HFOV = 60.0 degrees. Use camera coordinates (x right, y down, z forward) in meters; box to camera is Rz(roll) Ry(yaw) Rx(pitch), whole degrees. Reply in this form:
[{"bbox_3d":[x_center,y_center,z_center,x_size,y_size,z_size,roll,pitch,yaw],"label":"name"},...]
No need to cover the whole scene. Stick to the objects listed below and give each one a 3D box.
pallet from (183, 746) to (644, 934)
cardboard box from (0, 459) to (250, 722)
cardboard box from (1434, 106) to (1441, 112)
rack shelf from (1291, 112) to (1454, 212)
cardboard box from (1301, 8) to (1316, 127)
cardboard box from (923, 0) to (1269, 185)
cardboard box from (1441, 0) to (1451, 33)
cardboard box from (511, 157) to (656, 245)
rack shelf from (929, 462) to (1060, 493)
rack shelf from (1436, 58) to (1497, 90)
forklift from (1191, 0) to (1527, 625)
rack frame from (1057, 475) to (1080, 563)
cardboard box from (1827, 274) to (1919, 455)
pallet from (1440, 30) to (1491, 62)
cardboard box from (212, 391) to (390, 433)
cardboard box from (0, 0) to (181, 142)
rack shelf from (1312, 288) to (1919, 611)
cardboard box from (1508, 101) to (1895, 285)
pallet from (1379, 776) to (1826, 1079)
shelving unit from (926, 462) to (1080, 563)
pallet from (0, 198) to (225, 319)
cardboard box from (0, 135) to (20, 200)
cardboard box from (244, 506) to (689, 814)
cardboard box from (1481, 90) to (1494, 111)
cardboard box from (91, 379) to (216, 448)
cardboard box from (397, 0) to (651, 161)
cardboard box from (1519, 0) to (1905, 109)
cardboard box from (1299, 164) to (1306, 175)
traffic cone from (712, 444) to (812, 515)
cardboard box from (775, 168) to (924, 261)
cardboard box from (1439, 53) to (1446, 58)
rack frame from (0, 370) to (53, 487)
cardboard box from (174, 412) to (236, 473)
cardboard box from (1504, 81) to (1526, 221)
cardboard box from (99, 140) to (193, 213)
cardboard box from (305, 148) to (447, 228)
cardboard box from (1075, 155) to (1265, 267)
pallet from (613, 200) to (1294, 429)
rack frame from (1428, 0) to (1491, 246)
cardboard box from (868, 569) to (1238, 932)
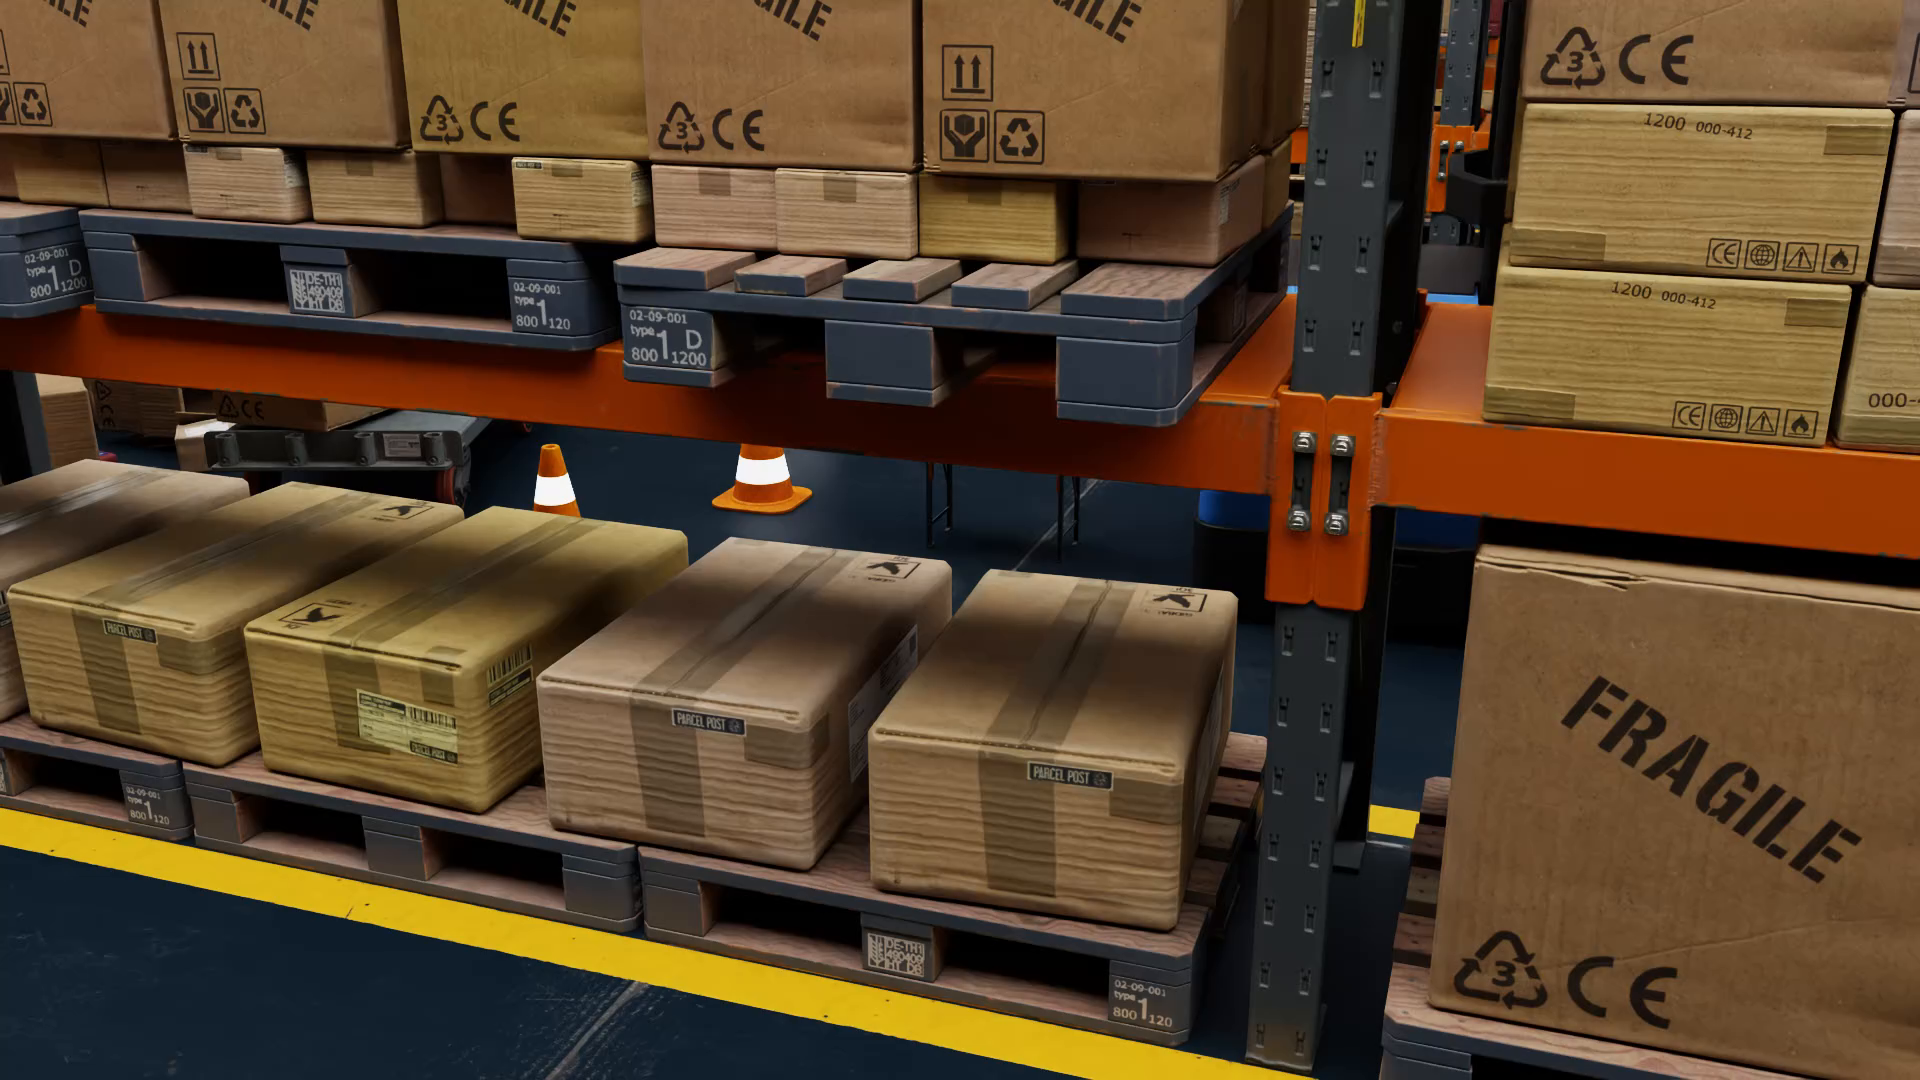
[{"bbox_3d":[-1.116,0.539,4.209,1.213,0.211,1.003,7,20,18],"label":"pallet"},{"bbox_3d":[-2.512,0.106,4.569,0.625,0.372,0.950,7,20,19],"label":"cardboard box"},{"bbox_3d":[3.380,-3.086,12.363,0.500,0.250,0.500,7,21,20],"label":"cardboard box"},{"bbox_3d":[0.410,-1.987,8.312,4.000,0.370,1.077,7,20,18],"label":"rack shelf"},{"bbox_3d":[1.786,-2.123,7.457,0.500,0.500,0.500,7,20,18],"label":"cardboard box"},{"bbox_3d":[0.250,-0.909,2.885,0.500,0.500,0.500,6,20,16],"label":"cardboard box"},{"bbox_3d":[3.500,-3.933,12.012,0.500,0.500,0.500,4,20,11],"label":"cardboard box"},{"bbox_3d":[-0.646,-0.677,3.205,0.250,0.149,0.380,7,20,19],"label":"cardboard box"},{"bbox_3d":[0.156,-0.298,5.915,0.480,0.148,0.258,7,20,18],"label":"rack shelf"},{"bbox_3d":[2.134,-3.518,12.704,4.000,0.370,1.077,7,20,18],"label":"rack shelf"},{"bbox_3d":[2.328,-1.165,4.966,3.031,2.935,1.130,5,20,15],"label":"forklift"},{"bbox_3d":[0.387,-0.522,5.752,0.015,1.200,0.240,7,20,18],"label":"rack frame"},{"bbox_3d":[1.641,-0.309,2.632,0.500,0.250,0.500,6,20,16],"label":"cardboard box"},{"bbox_3d":[3.315,-3.595,12.124,1.003,0.211,1.213,7,20,18],"label":"pallet"},{"bbox_3d":[-2.452,-0.726,6.250,0.500,0.500,0.500,7,20,18],"label":"cardboard box"},{"bbox_3d":[-1.723,-1.127,3.511,0.500,0.500,0.500,6,20,18],"label":"cardboard box"},{"bbox_3d":[2.660,-0.005,2.625,4.000,0.370,1.077,7,20,18],"label":"rack shelf"},{"bbox_3d":[1.168,-0.594,2.692,0.500,0.250,0.500,6,20,18],"label":"cardboard box"},{"bbox_3d":[1.491,0.865,3.274,1.213,0.211,1.003,7,20,18],"label":"pallet"},{"bbox_3d":[0.156,-0.549,5.827,0.503,1.200,0.258,7,20,18],"label":"shelving unit"},{"bbox_3d":[-2.334,-0.774,4.031,1.213,0.211,1.003,7,20,18],"label":"pallet"},{"bbox_3d":[-2.064,-0.878,3.781,0.250,0.149,0.380,8,21,22],"label":"cardboard box"},{"bbox_3d":[-1.174,0.257,4.136,0.625,0.372,0.950,7,20,20],"label":"cardboard box"},{"bbox_3d":[6.700,-5.602,21.130,0.500,0.250,0.500,7,20,19],"label":"cardboard box"},{"bbox_3d":[-3.410,-0.809,7.426,0.503,0.637,0.797,7,20,18],"label":"cardboard box"},{"bbox_3d":[-0.719,-1.016,3.191,0.500,0.500,0.500,5,20,14],"label":"cardboard box"},{"bbox_3d":[1.156,-0.950,2.575,0.500,0.500,0.500,6,20,16],"label":"cardboard box"},{"bbox_3d":[2.855,-2.791,12.656,0.500,0.500,0.700,5,20,14],"label":"cardboard box"},{"bbox_3d":[-0.775,-0.376,6.450,0.334,0.463,0.336,7,20,18],"label":"traffic cone"},{"bbox_3d":[-0.146,-0.622,3.047,0.250,0.149,0.380,6,20,18],"label":"cardboard box"},{"bbox_3d":[7.754,-7.443,26.000,0.500,0.500,0.700,6,20,18],"label":"cardboard box"},{"bbox_3d":[-3.008,-0.992,4.366,0.127,3.000,1.000,7,20,18],"label":"rack frame"},{"bbox_3d":[-3.073,-0.457,6.983,0.396,0.266,0.258,-7,20,-20],"label":"cardboard box"},{"bbox_3d":[1.312,-0.752,3.146,0.500,0.250,0.500,6,20,18],"label":"cardboard box"},{"bbox_3d":[-1.601,-0.810,3.585,0.250,0.149,0.380,7,20,18],"label":"cardboard box"},{"bbox_3d":[-1.106,-0.745,3.400,0.250,0.149,0.380,6,20,16],"label":"cardboard box"},{"bbox_3d":[0.384,-0.602,2.991,0.250,0.149,0.380,7,21,20],"label":"cardboard box"},{"bbox_3d":[0.062,-0.514,3.284,1.003,0.211,1.213,7,20,18],"label":"pallet"},{"bbox_3d":[2.300,-2.110,7.573,0.127,3.000,1.000,7,20,18],"label":"rack frame"},{"bbox_3d":[0.240,0.418,3.674,0.625,0.372,0.950,5,20,14],"label":"cardboard box"}]
